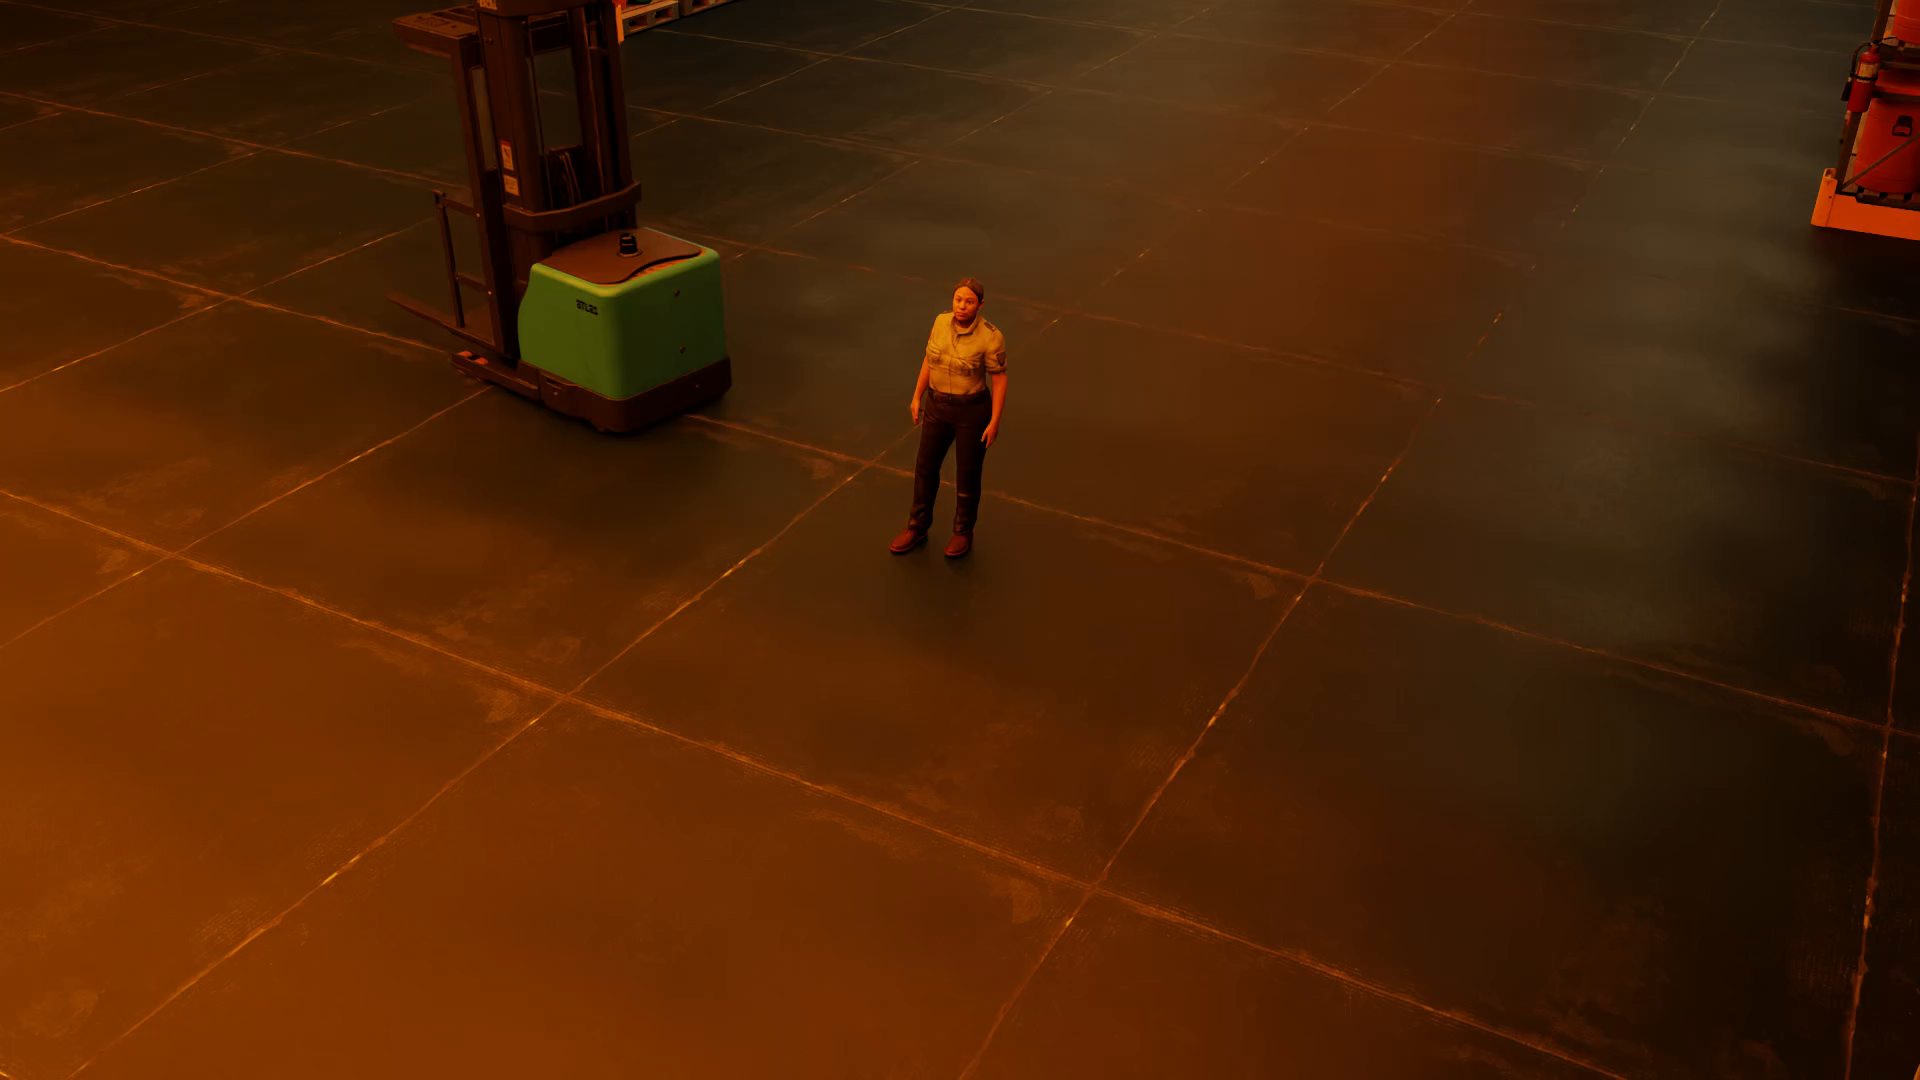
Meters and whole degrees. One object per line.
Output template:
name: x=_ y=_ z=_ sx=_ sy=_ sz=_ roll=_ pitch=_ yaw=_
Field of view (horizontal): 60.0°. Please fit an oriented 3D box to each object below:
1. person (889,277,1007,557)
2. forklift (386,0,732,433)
person: x=-0.064 y=-0.686 z=9.529 sx=0.598 sy=1.651 sz=0.502 roll=15 pitch=33 yaw=25
forklift: x=-3.059 y=-2.591 z=11.560 sx=3.031 sy=2.935 sz=1.130 roll=23 pitch=37 yaw=34
